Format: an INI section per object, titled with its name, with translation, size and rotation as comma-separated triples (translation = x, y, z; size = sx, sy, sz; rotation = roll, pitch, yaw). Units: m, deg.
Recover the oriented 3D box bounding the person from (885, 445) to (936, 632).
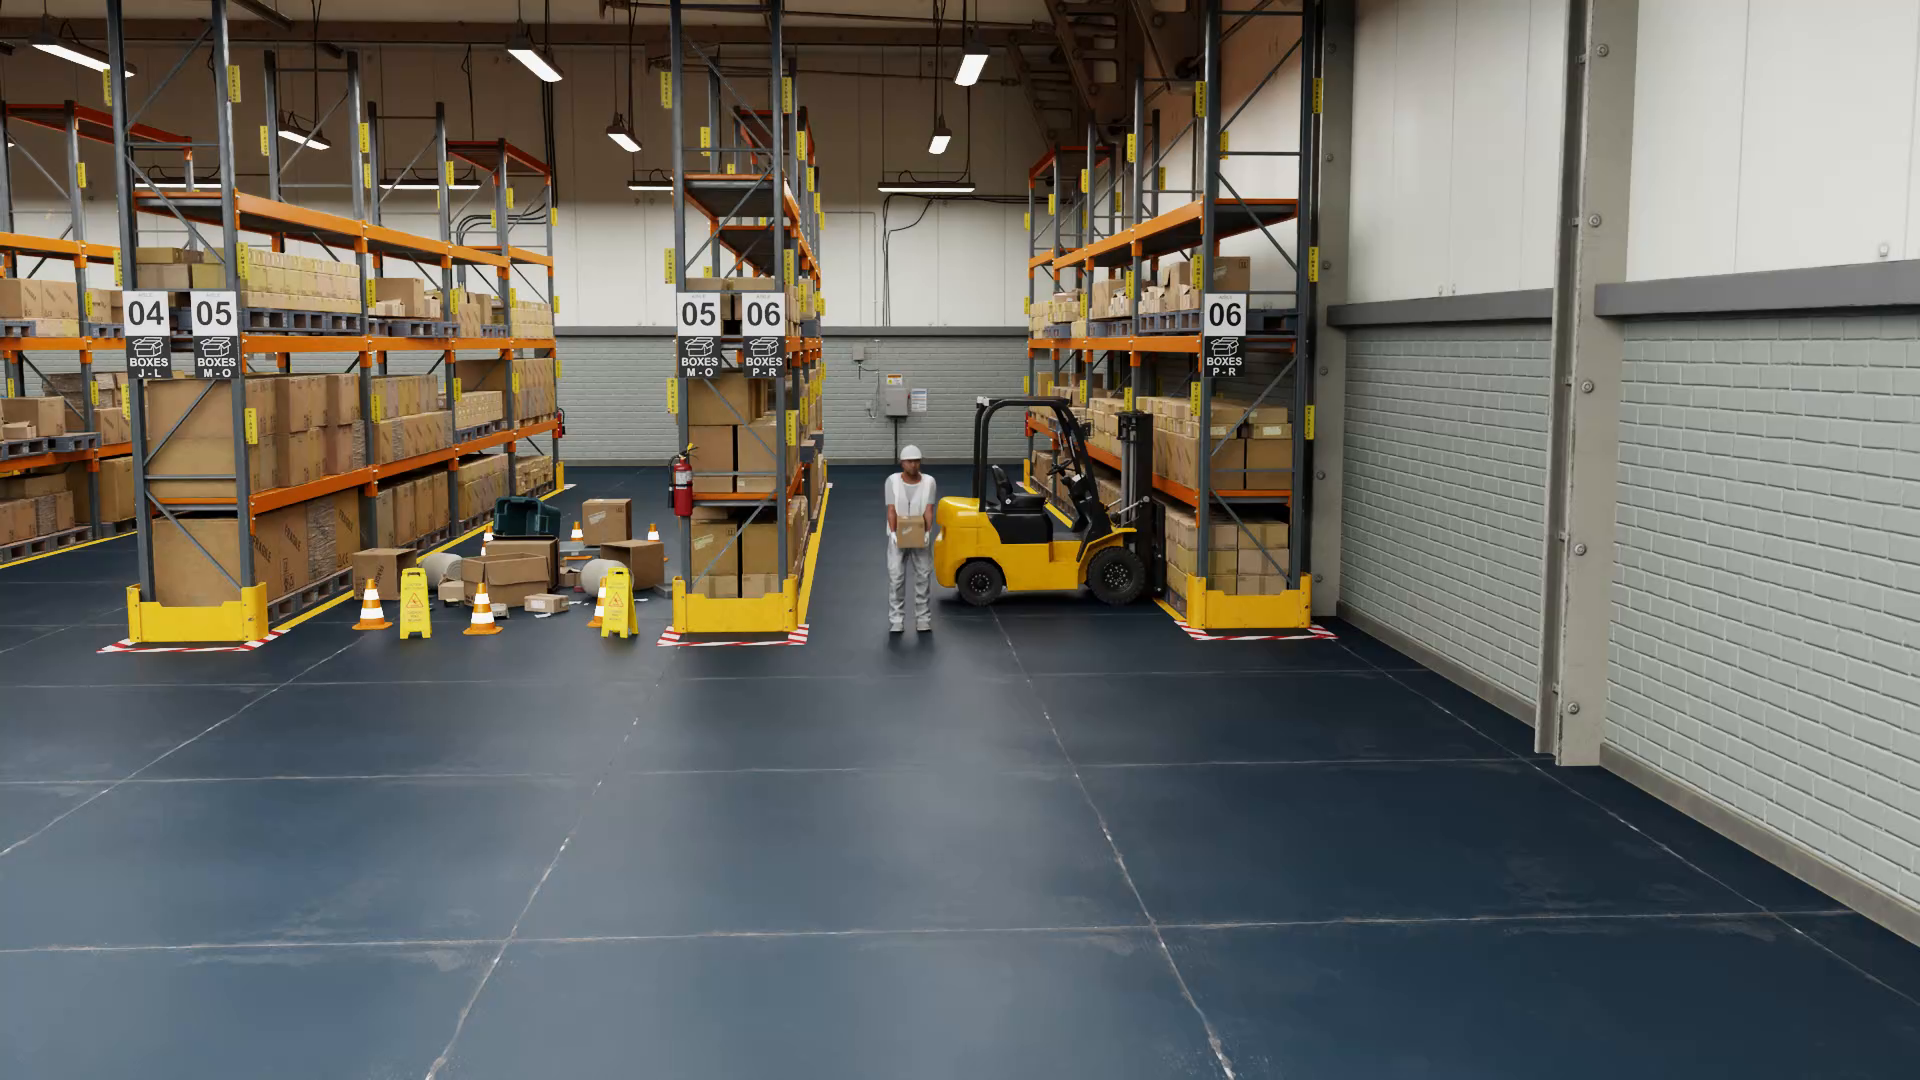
[person]
translation = -0.464, -0.012, 15.794
size = 0.492, 1.773, 0.581
rotation = -1, 7, -5
